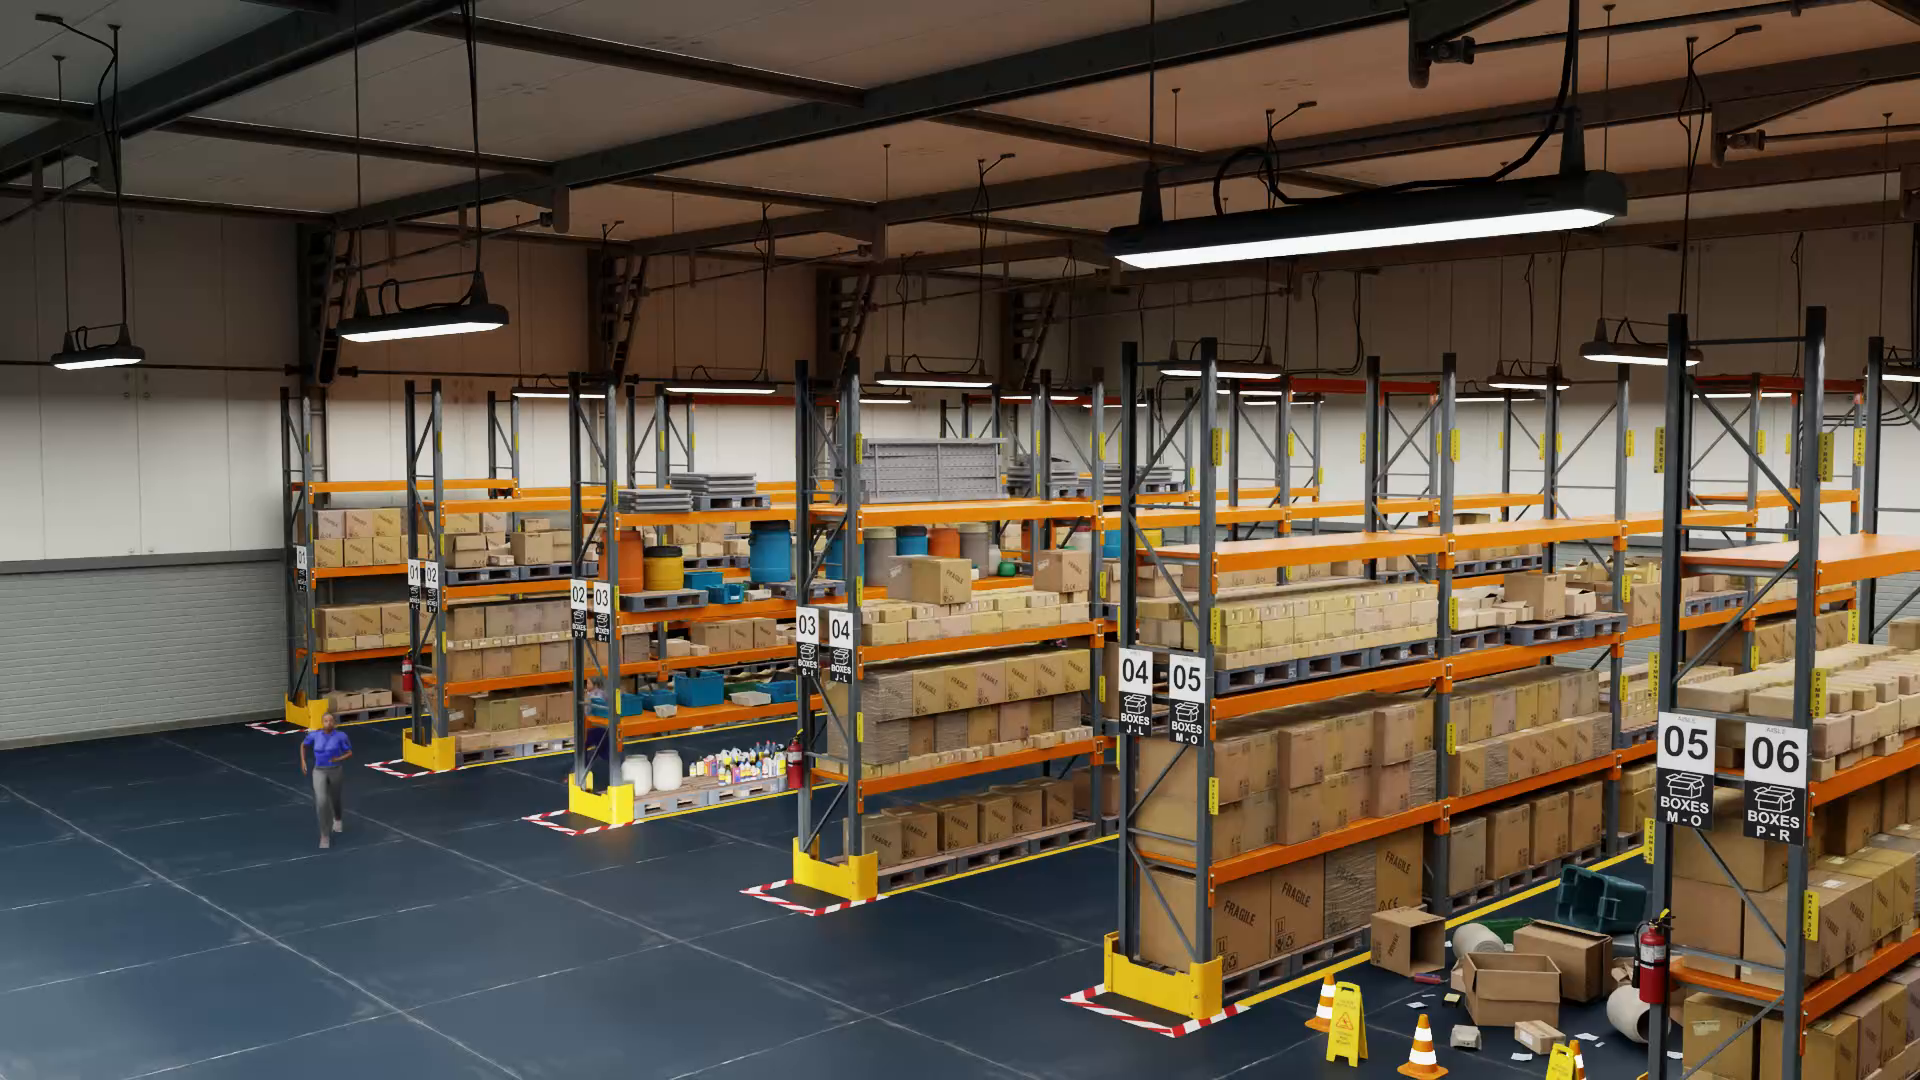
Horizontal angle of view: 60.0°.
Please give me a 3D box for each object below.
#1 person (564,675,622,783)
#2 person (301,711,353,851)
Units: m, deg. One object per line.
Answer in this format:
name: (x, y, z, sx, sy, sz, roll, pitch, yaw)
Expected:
person: (-5.322, 2.771, 24.376, 0.898, 1.619, 0.671, -2, 4, -22)
person: (-7.998, 3.044, 21.029, 0.610, 1.604, 0.906, -1, 4, -21)
